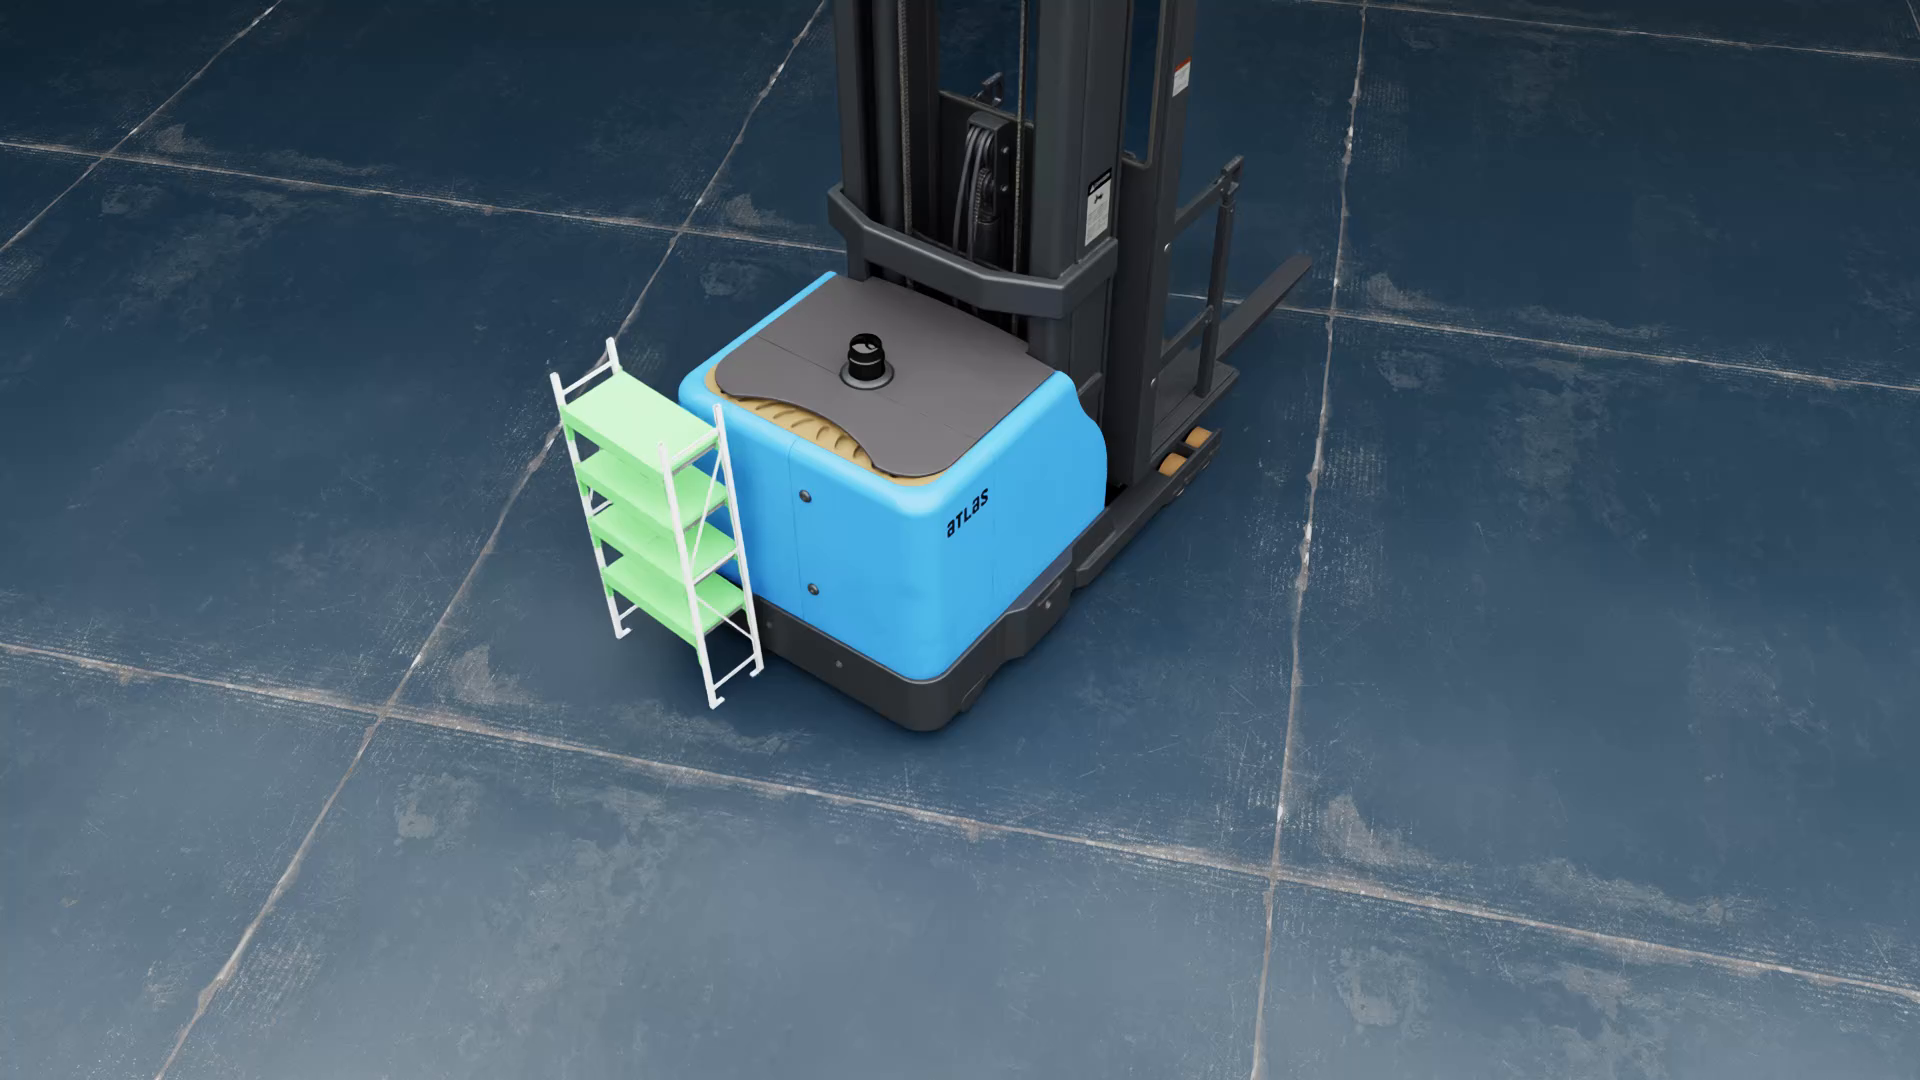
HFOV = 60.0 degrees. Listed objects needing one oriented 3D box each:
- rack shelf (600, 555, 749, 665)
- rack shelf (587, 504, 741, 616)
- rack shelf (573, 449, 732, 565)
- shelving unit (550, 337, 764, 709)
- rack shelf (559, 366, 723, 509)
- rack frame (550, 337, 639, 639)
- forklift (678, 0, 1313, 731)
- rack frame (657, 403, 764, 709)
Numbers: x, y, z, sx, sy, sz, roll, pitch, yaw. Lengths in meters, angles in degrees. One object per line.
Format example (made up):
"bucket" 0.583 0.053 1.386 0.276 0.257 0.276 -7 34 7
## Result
"rack shelf" -0.955 0.186 5.623 0.480 0.148 0.258 31 54 28
"rack shelf" -0.961 0.018 5.452 0.480 0.148 0.258 31 54 28
"rack shelf" -0.966 -0.151 5.282 0.480 0.148 0.258 31 54 28
"shelving unit" -0.962 -0.027 5.407 0.503 1.200 0.258 31 54 28
"rack shelf" -0.971 -0.320 5.111 0.480 0.148 0.258 31 54 28
"rack frame" -1.145 -0.139 5.523 0.015 1.200 0.240 31 54 28
"forklift" 0.367 -1.405 5.596 1.130 2.935 3.031 27 50 25
"rack frame" -0.779 0.084 5.291 0.015 1.200 0.240 31 54 28
